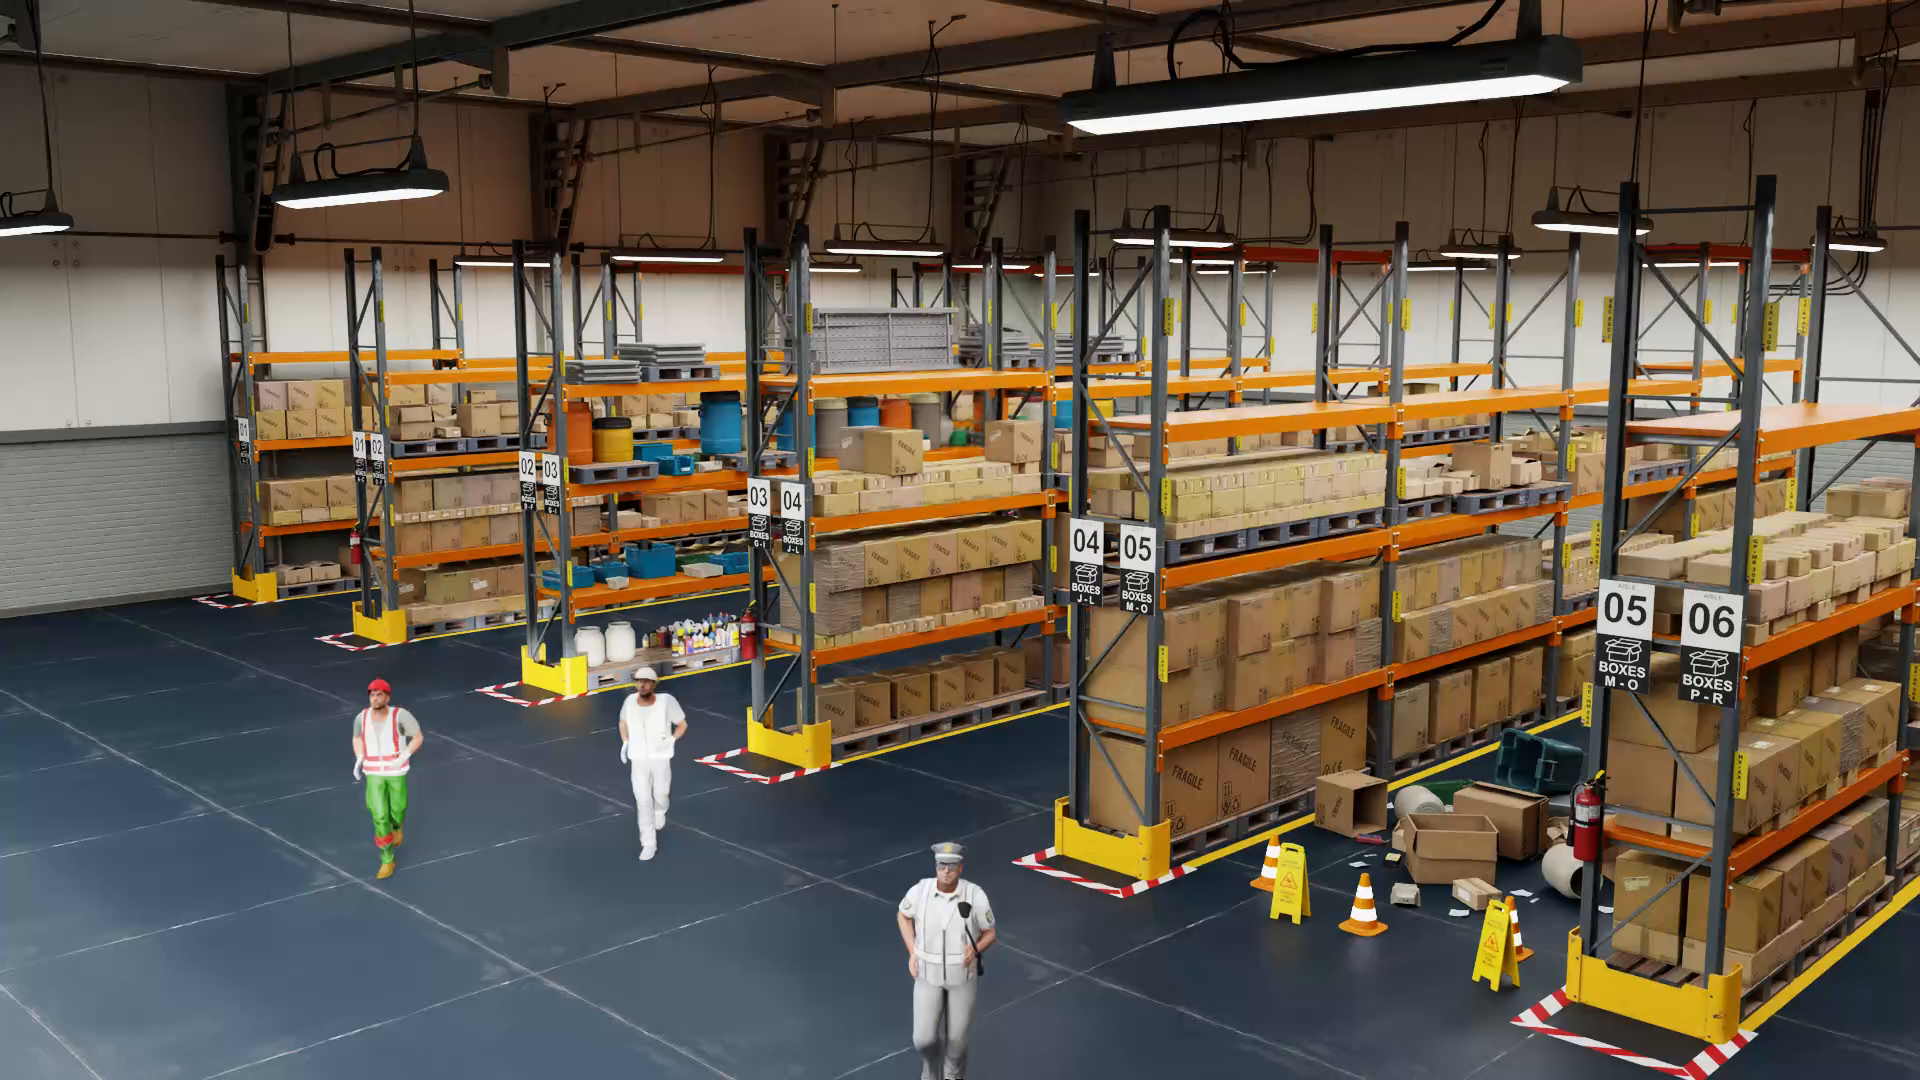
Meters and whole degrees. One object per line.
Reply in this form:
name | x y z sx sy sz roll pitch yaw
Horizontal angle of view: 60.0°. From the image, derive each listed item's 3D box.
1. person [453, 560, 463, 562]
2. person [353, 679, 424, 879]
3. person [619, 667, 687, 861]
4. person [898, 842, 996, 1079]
person | -8.557 0.297 28.393 0.602 1.735 0.811 6 10 38
person | -5.263 2.143 15.300 0.647 1.777 0.803 -1 8 -8
person | -2.924 2.072 15.808 0.673 1.777 0.824 0 8 0
person | -0.097 2.802 10.675 0.648 1.759 0.616 0 8 3
